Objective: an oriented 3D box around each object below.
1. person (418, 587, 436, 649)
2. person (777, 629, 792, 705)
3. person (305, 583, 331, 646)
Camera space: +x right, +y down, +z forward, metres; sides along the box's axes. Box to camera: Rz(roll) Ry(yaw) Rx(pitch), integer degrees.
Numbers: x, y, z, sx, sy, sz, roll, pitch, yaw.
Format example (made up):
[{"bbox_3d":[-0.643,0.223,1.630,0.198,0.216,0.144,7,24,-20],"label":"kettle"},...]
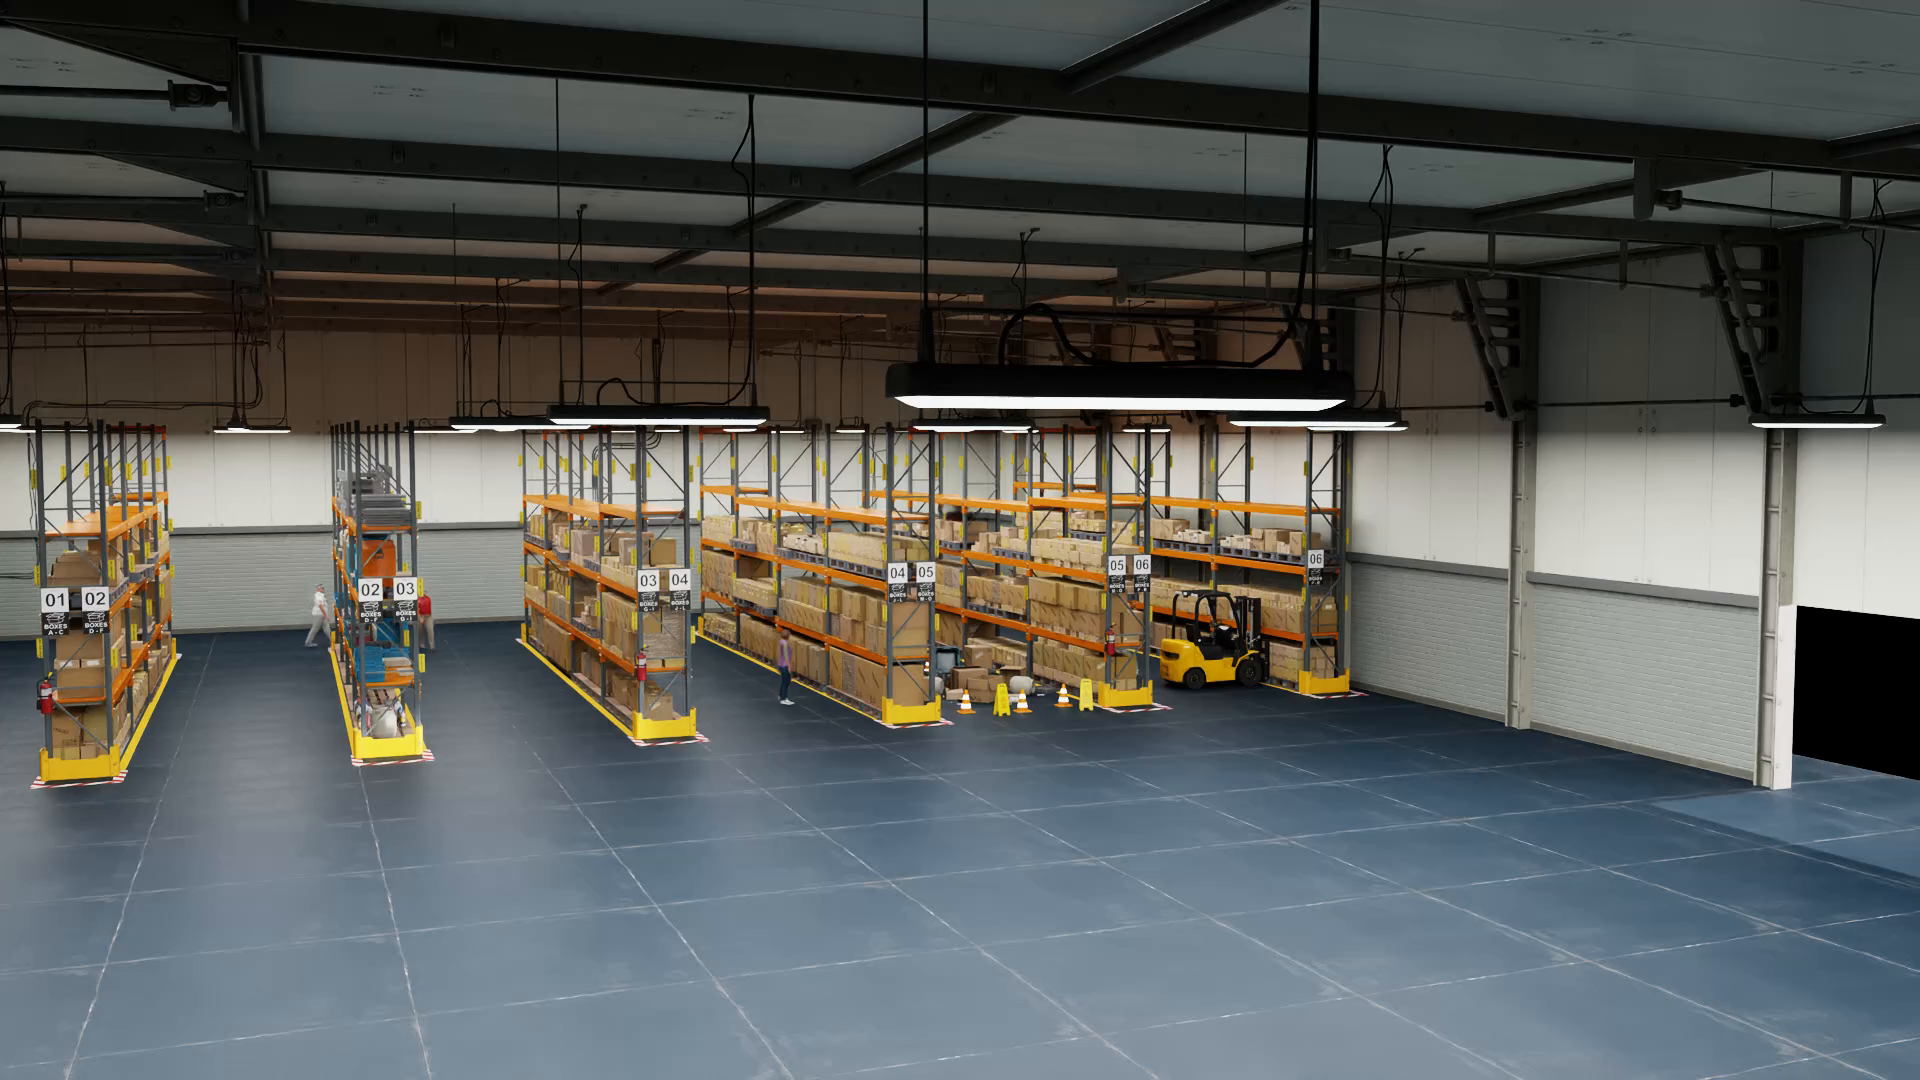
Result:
[{"bbox_3d":[-14.291,2.096,44.332,0.530,1.664,1.082,-1,4,-23],"label":"person"},{"bbox_3d":[-3.747,2.731,35.560,0.326,1.656,0.479,0,4,-7],"label":"person"},{"bbox_3d":[-17.332,2.010,45.291,1.032,1.714,0.629,-2,4,-33],"label":"person"}]
